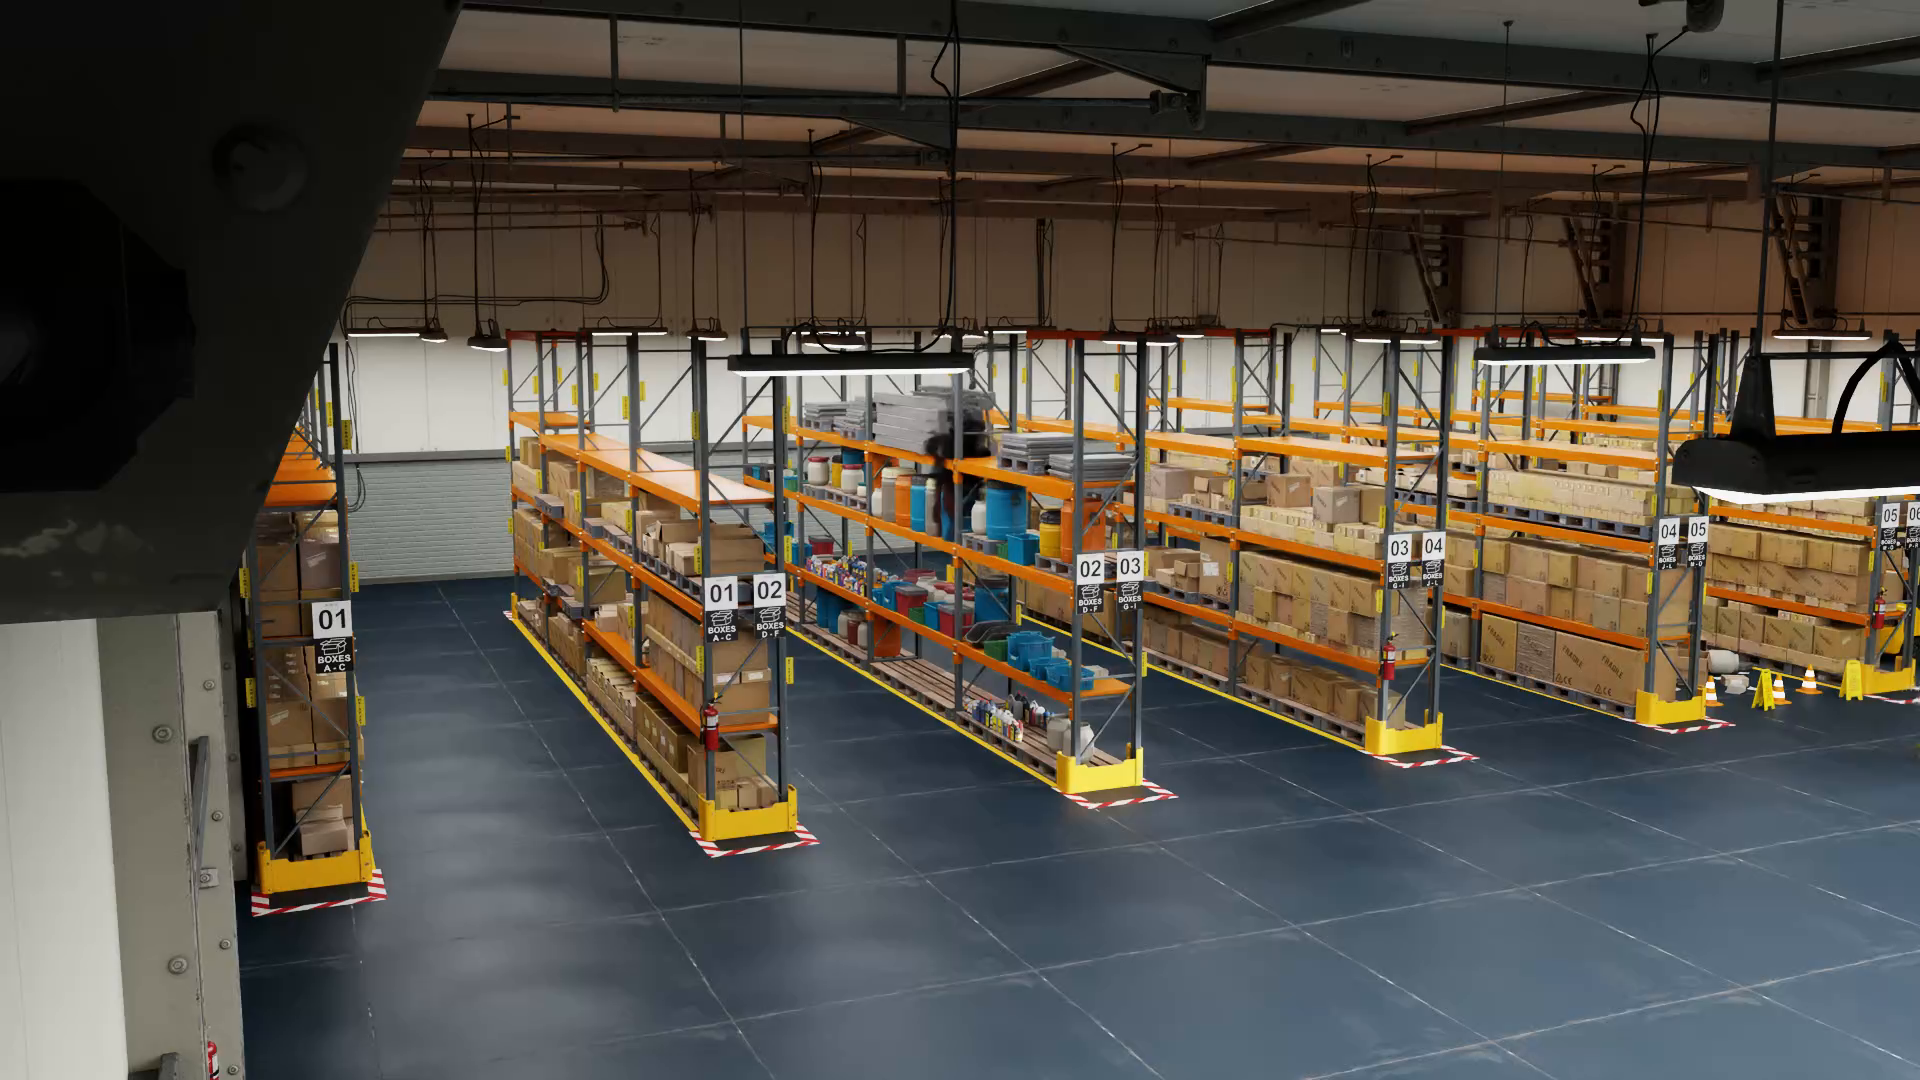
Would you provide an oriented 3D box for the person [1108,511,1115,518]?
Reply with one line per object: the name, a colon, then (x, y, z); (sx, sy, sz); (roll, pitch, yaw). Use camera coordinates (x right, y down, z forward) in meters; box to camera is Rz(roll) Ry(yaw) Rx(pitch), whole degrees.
person: (3.799, -0.031, 40.961); (0.648, 1.688, 0.565); (4, 9, 28)
